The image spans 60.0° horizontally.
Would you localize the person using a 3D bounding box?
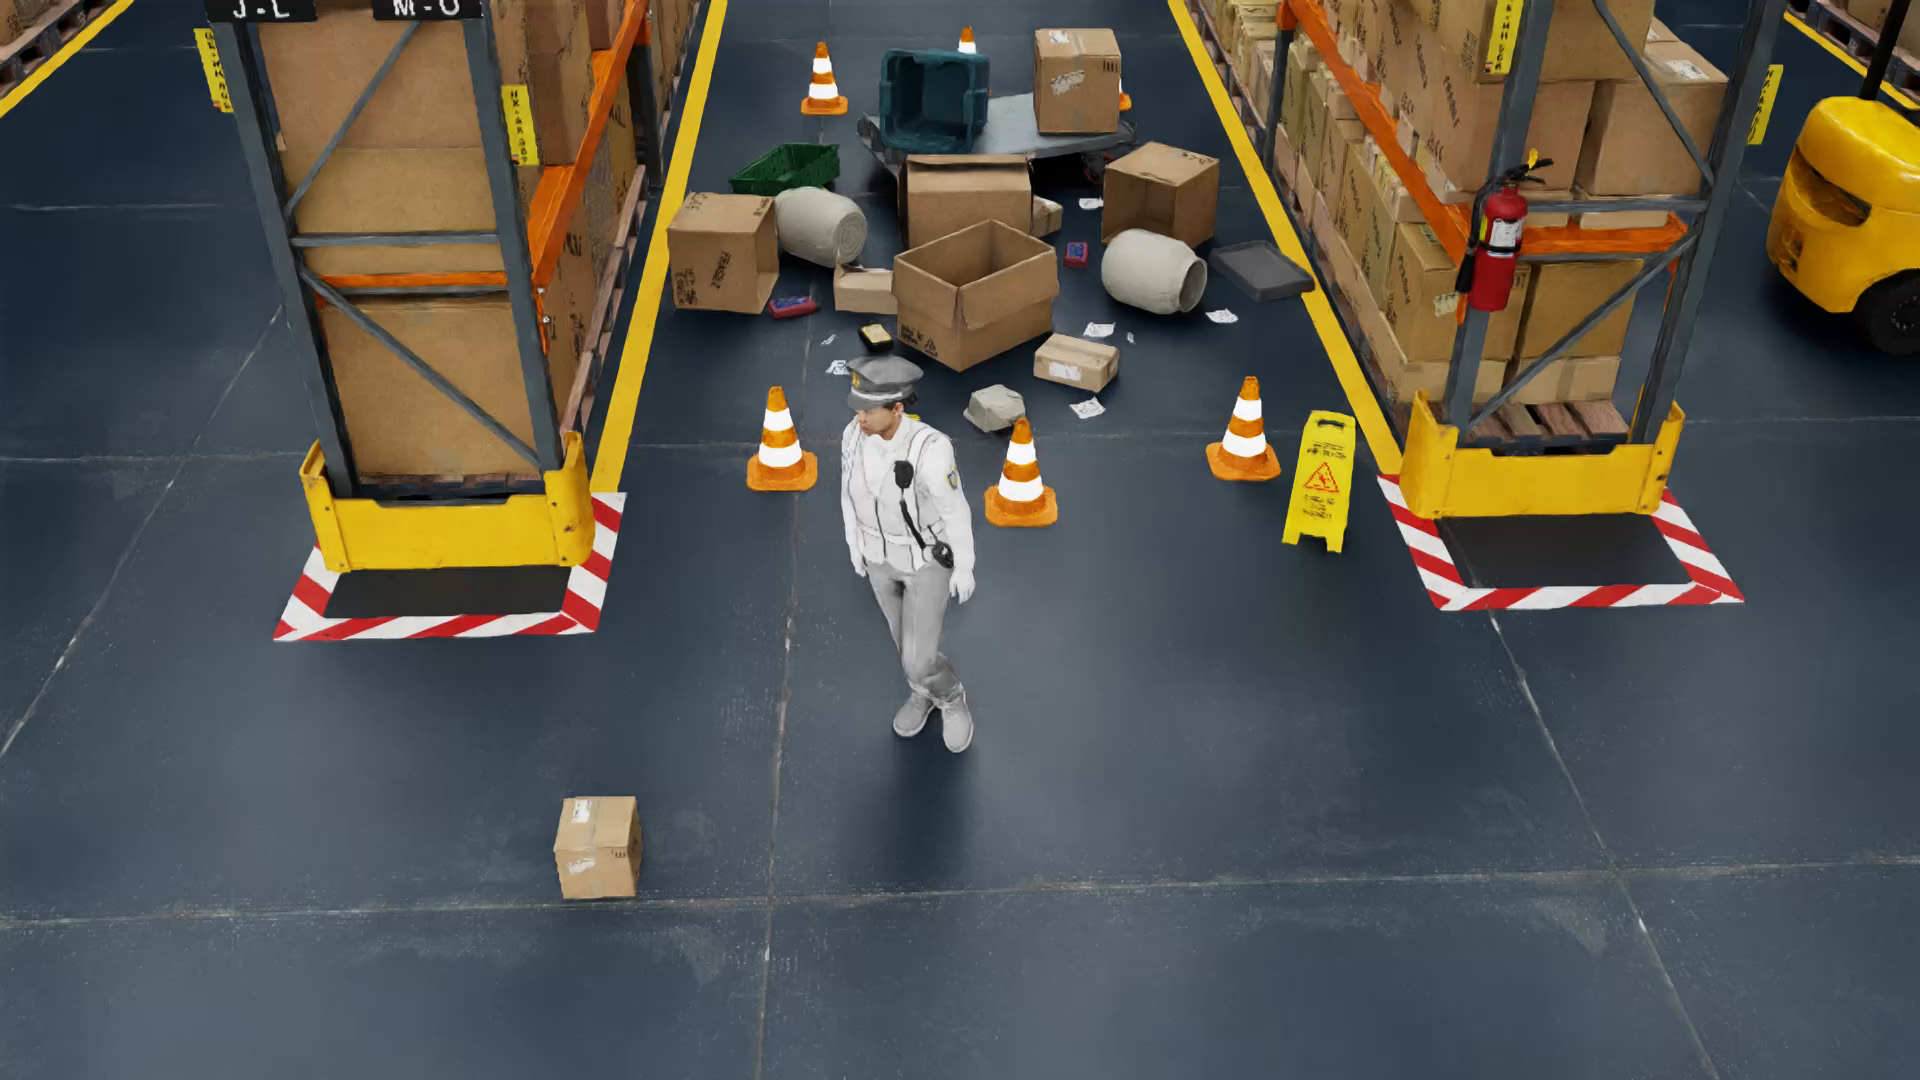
[{"bbox_3d":[-0.195,0.057,6.042,0.536,1.663,0.430,21,40,26],"label":"person"}]
